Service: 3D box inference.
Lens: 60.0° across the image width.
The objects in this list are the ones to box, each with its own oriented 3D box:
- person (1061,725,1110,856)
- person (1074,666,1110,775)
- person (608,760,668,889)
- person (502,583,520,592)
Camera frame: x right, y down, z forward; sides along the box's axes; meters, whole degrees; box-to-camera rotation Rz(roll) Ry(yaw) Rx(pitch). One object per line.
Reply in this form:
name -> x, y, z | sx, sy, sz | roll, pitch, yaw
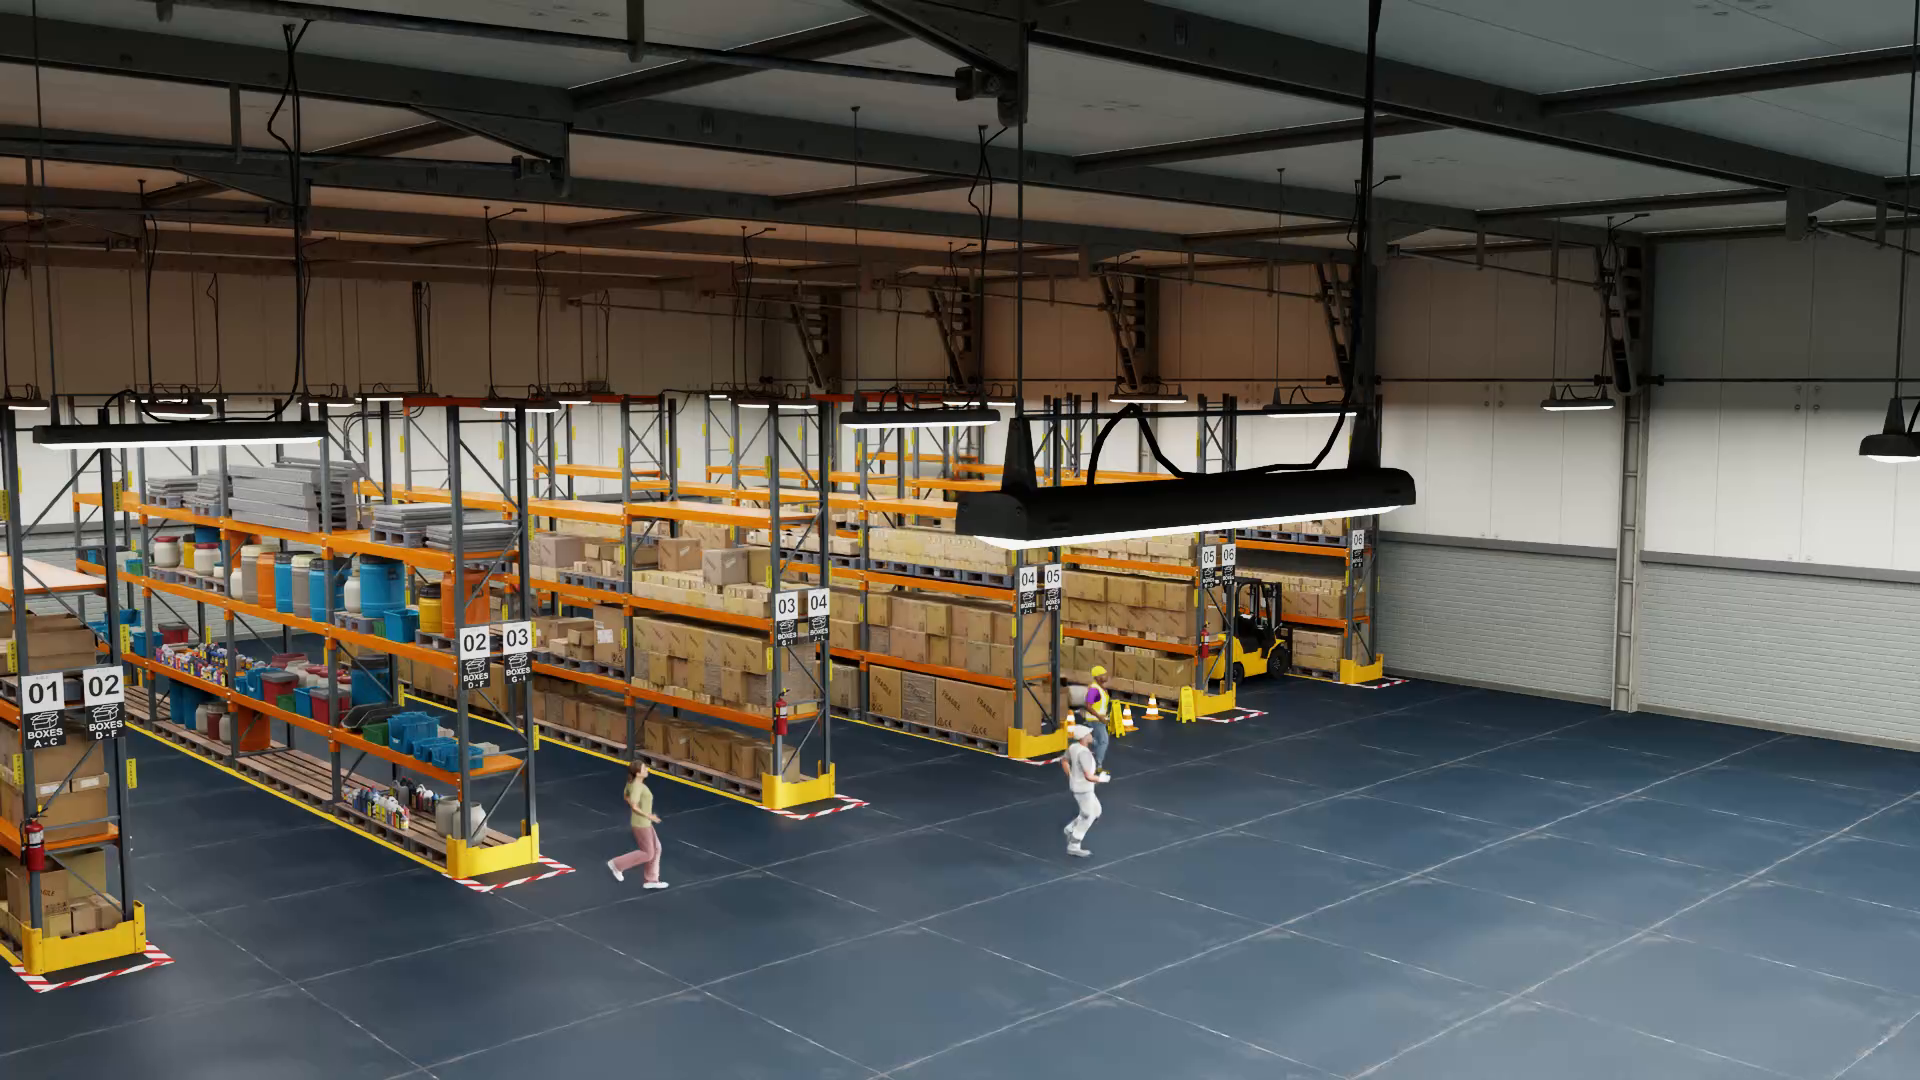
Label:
person -> 1.682, 3.319, 22.093 | 0.604, 1.752, 0.681 | -1, 6, -8
person -> 2.104, 2.884, 26.797 | 0.676, 1.747, 0.715 | 1, 6, 13
person -> -4.004, 3.532, 20.603 | 0.740, 1.639, 0.591 | -1, 6, -15
person -> -10.773, 1.643, 39.824 | 0.661, 1.751, 0.807 | 2, 6, 23
